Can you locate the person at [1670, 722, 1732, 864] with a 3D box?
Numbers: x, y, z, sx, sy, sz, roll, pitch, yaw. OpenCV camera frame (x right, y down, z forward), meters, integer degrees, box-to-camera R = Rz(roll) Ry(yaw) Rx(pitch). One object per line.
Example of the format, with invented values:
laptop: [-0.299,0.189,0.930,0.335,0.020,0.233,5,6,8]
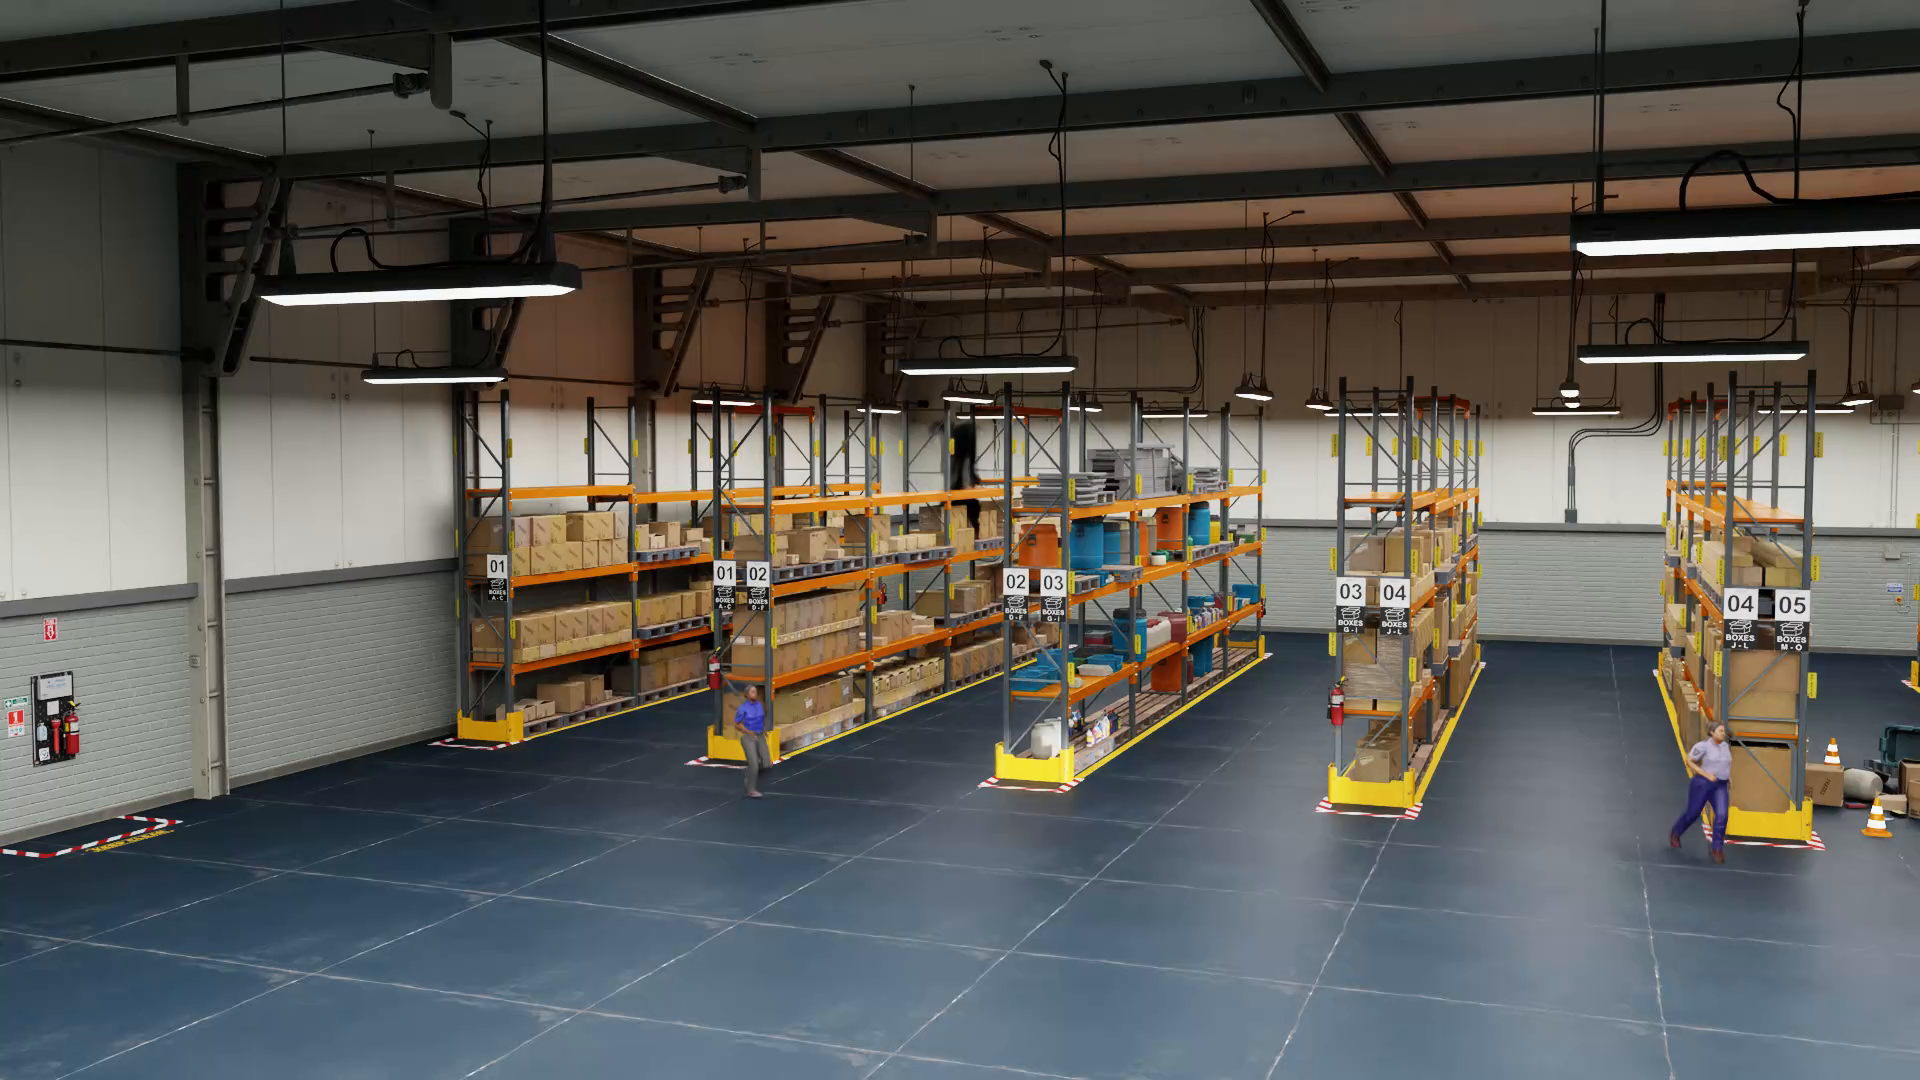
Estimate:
person: [9.232,3.062,20.441,0.700,1.654,0.883,0,3,-8]

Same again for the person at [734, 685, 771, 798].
person: [-2.967,2.882,23.886,0.572,1.605,0.559,-3,4,-44]

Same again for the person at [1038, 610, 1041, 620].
person: [2.252,1.754,43.402,0.696,1.763,0.746,-2,4,-38]
